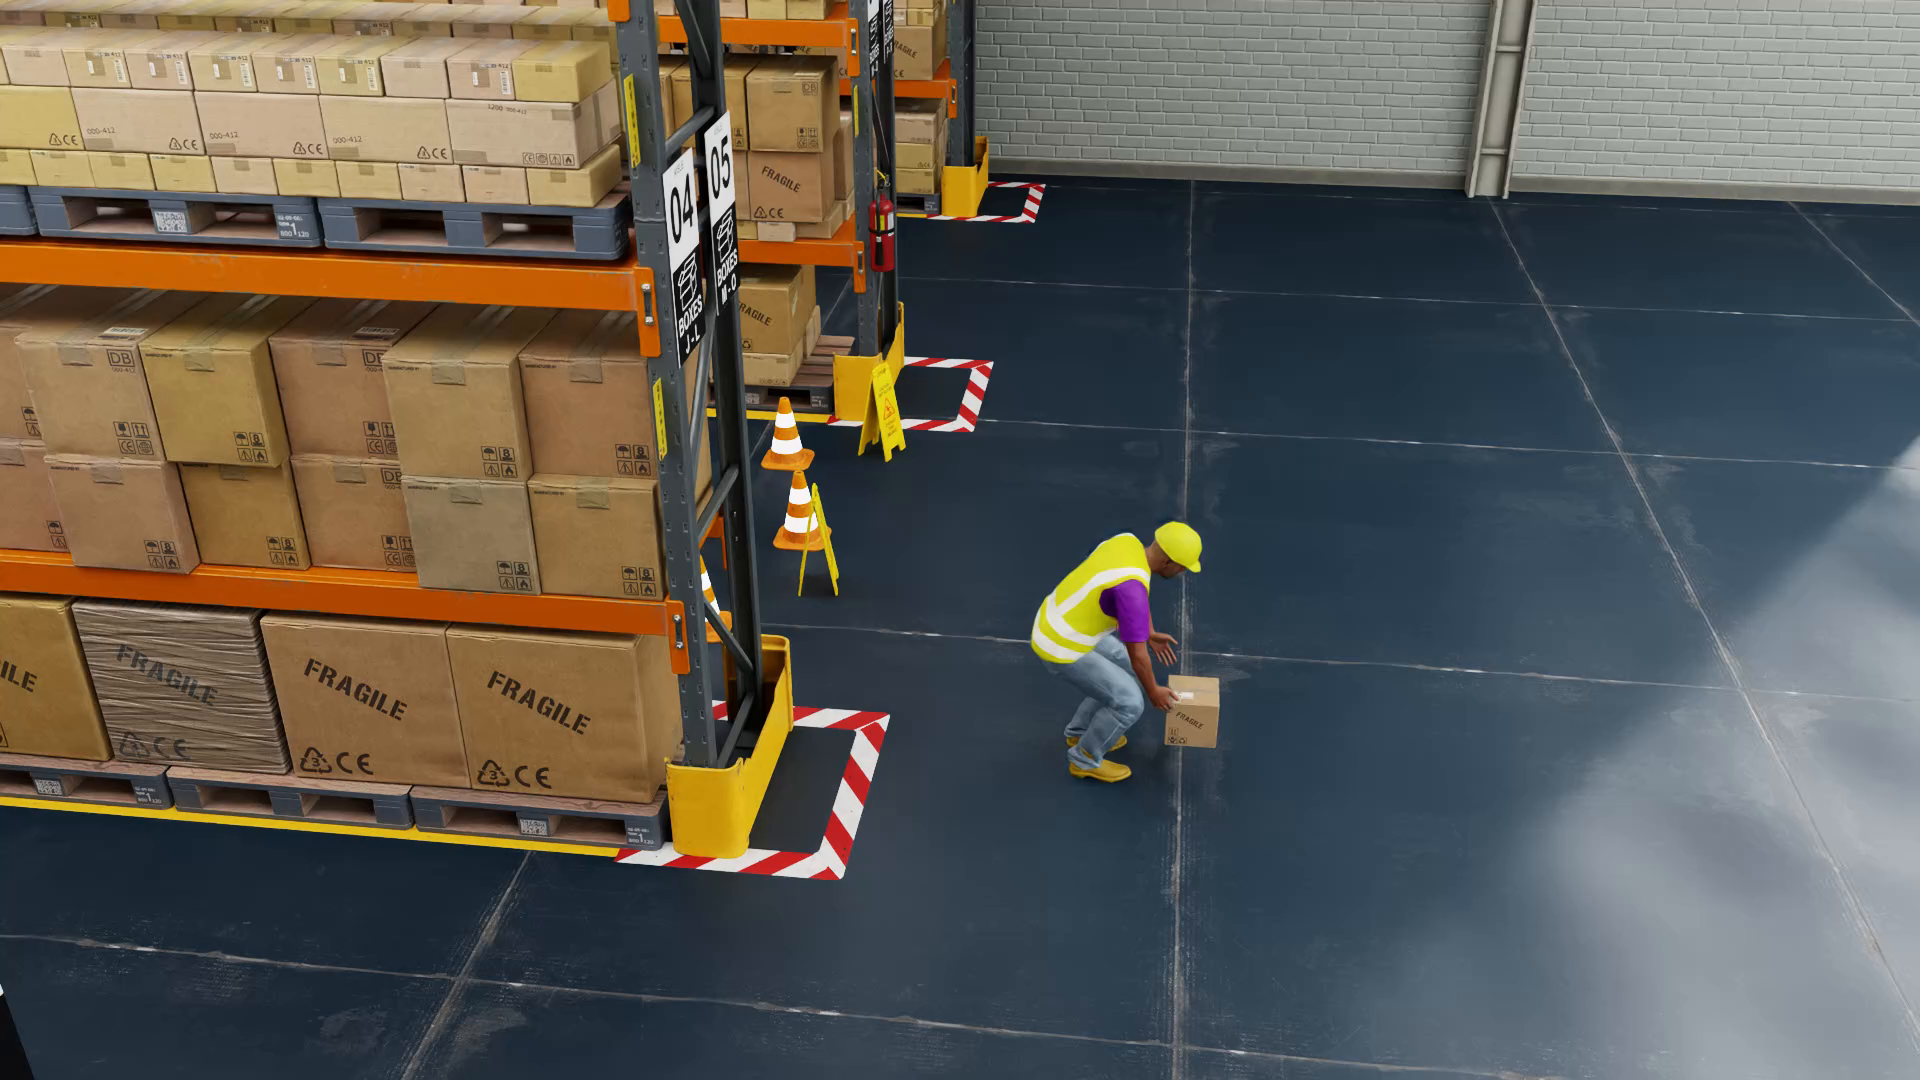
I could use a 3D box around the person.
[{"bbox_3d":[0.766,0.572,8.154,0.846,1.181,0.616,3,28,6],"label":"person"}]
